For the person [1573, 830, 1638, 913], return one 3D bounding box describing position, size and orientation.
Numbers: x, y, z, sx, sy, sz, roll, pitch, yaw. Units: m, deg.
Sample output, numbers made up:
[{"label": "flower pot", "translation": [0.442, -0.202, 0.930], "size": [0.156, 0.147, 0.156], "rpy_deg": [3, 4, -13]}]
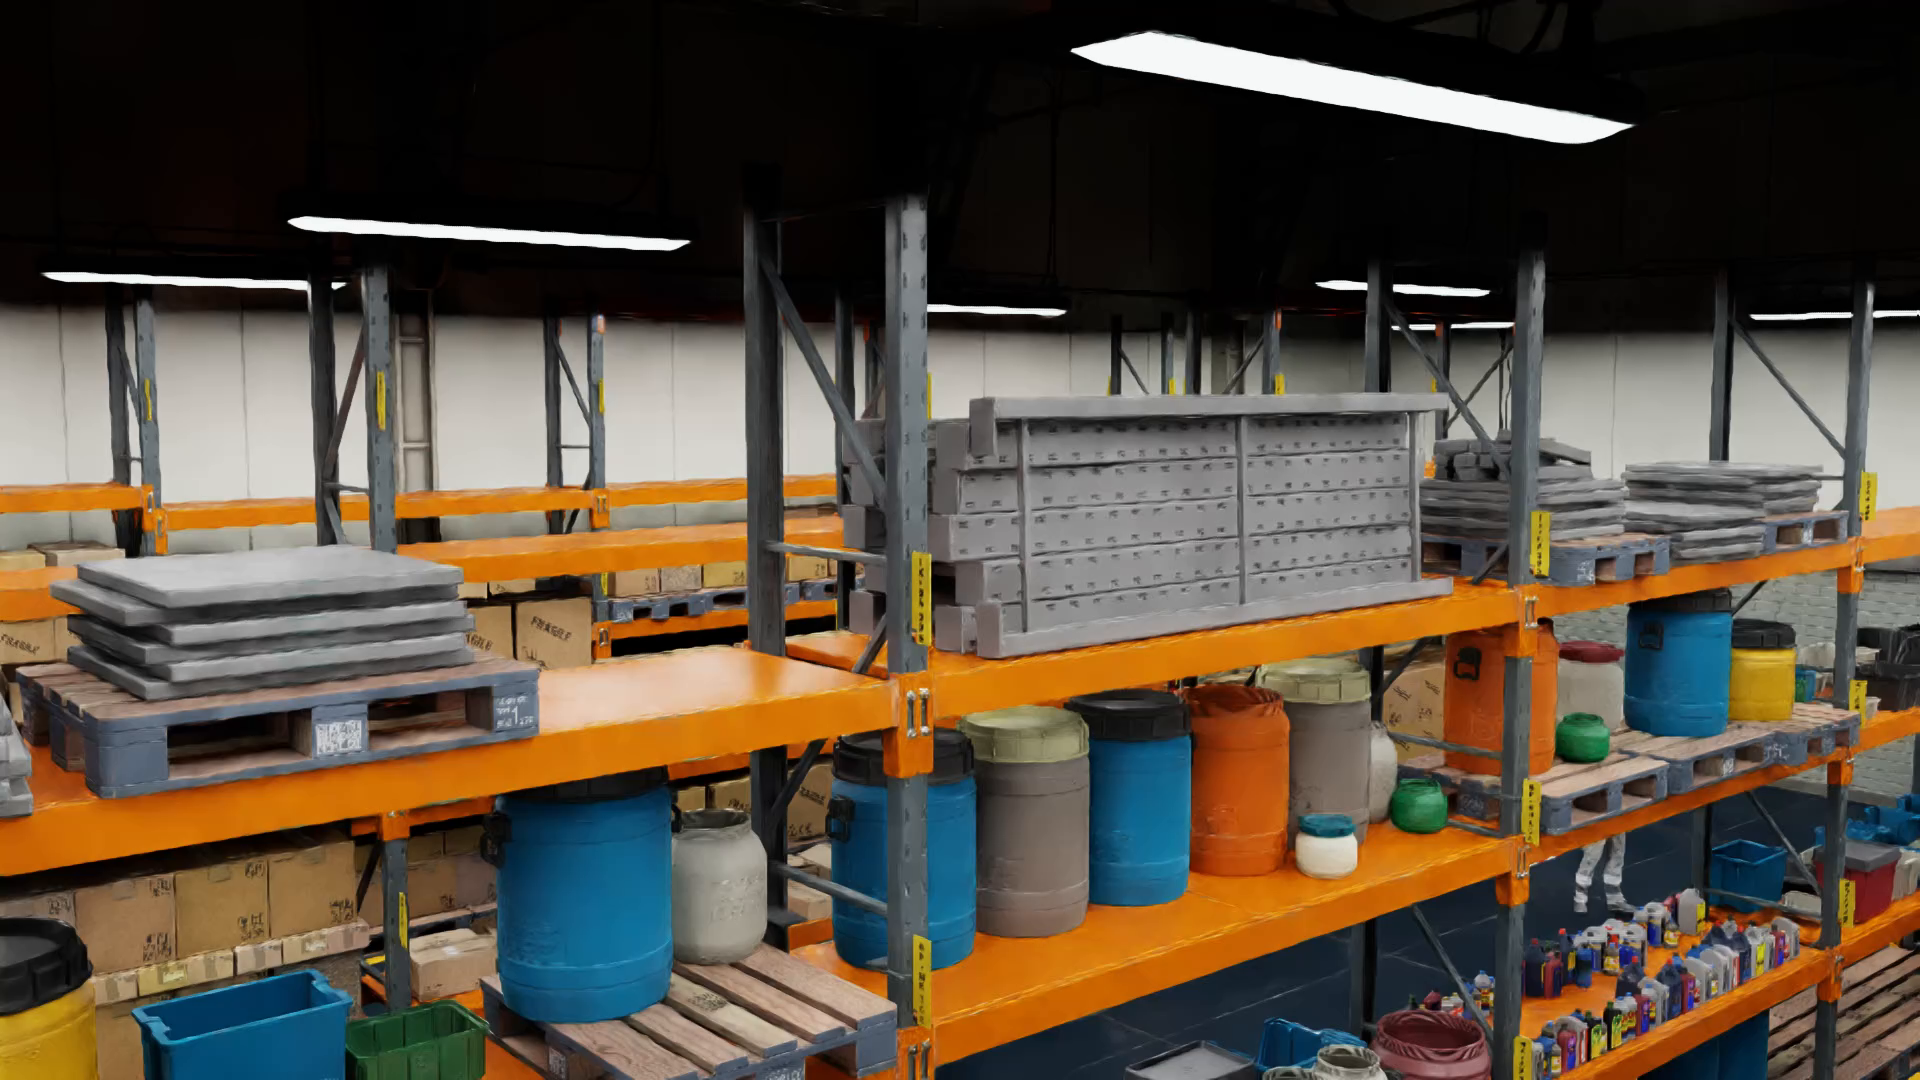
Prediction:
[{"label": "person", "translation": [6.256, 2.720, 16.082], "size": [0.638, 1.789, 0.484], "rpy_deg": [-4, 7, -33]}]
